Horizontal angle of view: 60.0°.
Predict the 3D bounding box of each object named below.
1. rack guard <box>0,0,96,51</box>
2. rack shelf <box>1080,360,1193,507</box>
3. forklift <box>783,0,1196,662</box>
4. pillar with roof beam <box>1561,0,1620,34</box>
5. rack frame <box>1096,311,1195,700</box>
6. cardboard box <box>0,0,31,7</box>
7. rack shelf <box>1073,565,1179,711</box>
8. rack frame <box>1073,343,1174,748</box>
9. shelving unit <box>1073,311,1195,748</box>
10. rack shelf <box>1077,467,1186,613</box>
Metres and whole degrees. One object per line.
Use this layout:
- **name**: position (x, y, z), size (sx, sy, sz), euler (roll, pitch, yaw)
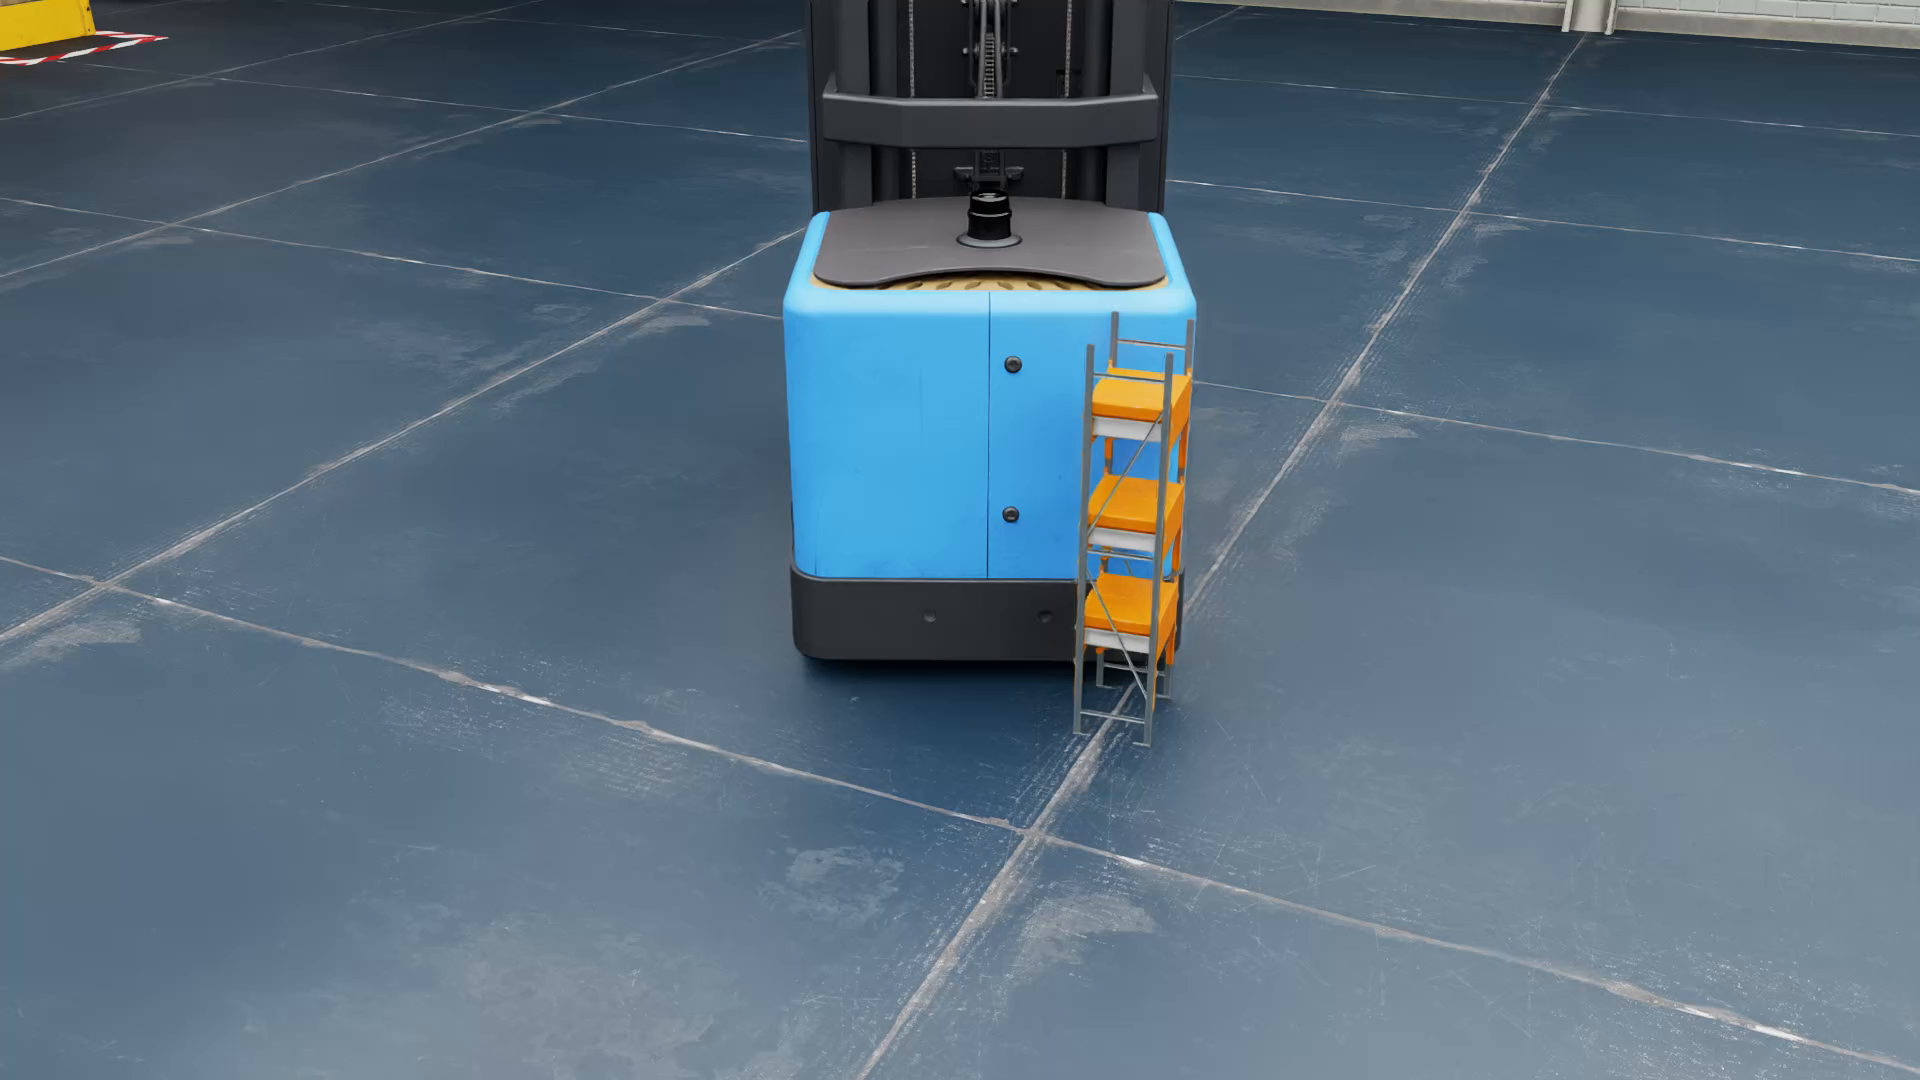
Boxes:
- **rack guard**: position (-7.523, -4.216, 13.247), size (0.348, 0.500, 1.175), euler (11, 28, 22)
- **rack shelf**: position (0.421, -0.258, 3.967), size (0.215, 0.259, 0.240), euler (8, 27, 16)
- **forklift**: position (0.090, -1.597, 5.176), size (1.130, 2.935, 3.031), euler (0, 26, 1)
- **pillar with roof beam**: position (3.478, -6.576, 8.419), size (0.400, 9.000, 9.100), euler (11, 28, 22)
- **rack frame**: position (0.459, -0.064, 4.192), size (0.200, 1.050, 0.008), euler (8, 27, 16)
- **cardboard box**: position (-8.074, -4.537, 13.706), size (0.500, 0.250, 0.500), euler (11, 28, 21)
- **rack shelf**: position (0.422, 0.246, 4.215), size (0.215, 0.259, 0.240), euler (8, 27, 16)
- **rack frame**: position (0.384, 0.038, 3.984), size (0.200, 1.050, 0.008), euler (8, 27, 16)
- **shelving unit**: position (0.422, -0.013, 4.088), size (0.215, 1.050, 0.252), euler (8, 27, 16)
- **rack shelf**: position (0.422, -0.004, 4.092), size (0.215, 0.259, 0.240), euler (8, 27, 16)
